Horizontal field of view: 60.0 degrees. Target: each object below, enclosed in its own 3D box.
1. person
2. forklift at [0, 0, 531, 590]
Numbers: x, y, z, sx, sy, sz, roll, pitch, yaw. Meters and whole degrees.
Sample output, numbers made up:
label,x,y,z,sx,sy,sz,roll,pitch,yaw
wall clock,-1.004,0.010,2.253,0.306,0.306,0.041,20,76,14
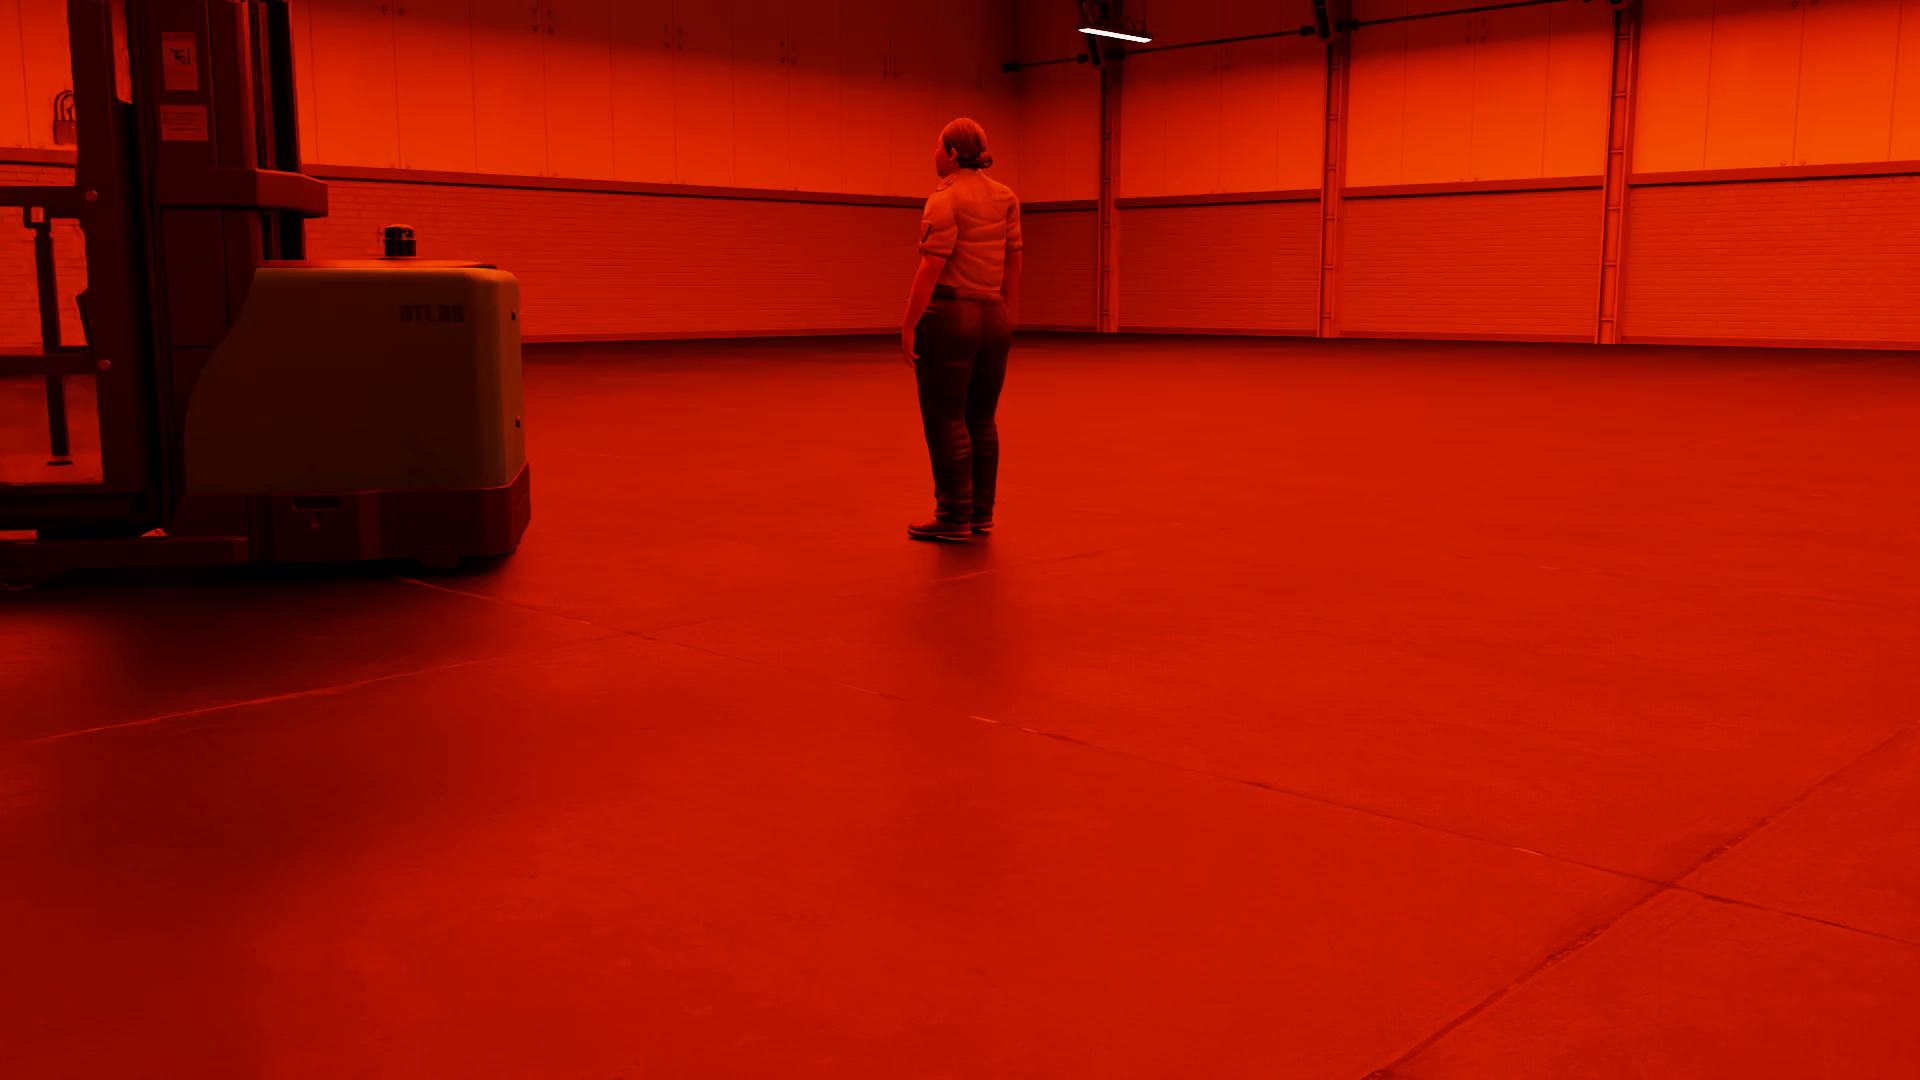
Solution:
label,x,y,z,sx,sy,sz,roll,pitch,yaw
person,-0.049,-0.833,6.672,0.502,1.651,0.598,8,12,43
forklift,-3.169,-1.360,5.908,3.031,2.935,1.130,-2,9,-10
